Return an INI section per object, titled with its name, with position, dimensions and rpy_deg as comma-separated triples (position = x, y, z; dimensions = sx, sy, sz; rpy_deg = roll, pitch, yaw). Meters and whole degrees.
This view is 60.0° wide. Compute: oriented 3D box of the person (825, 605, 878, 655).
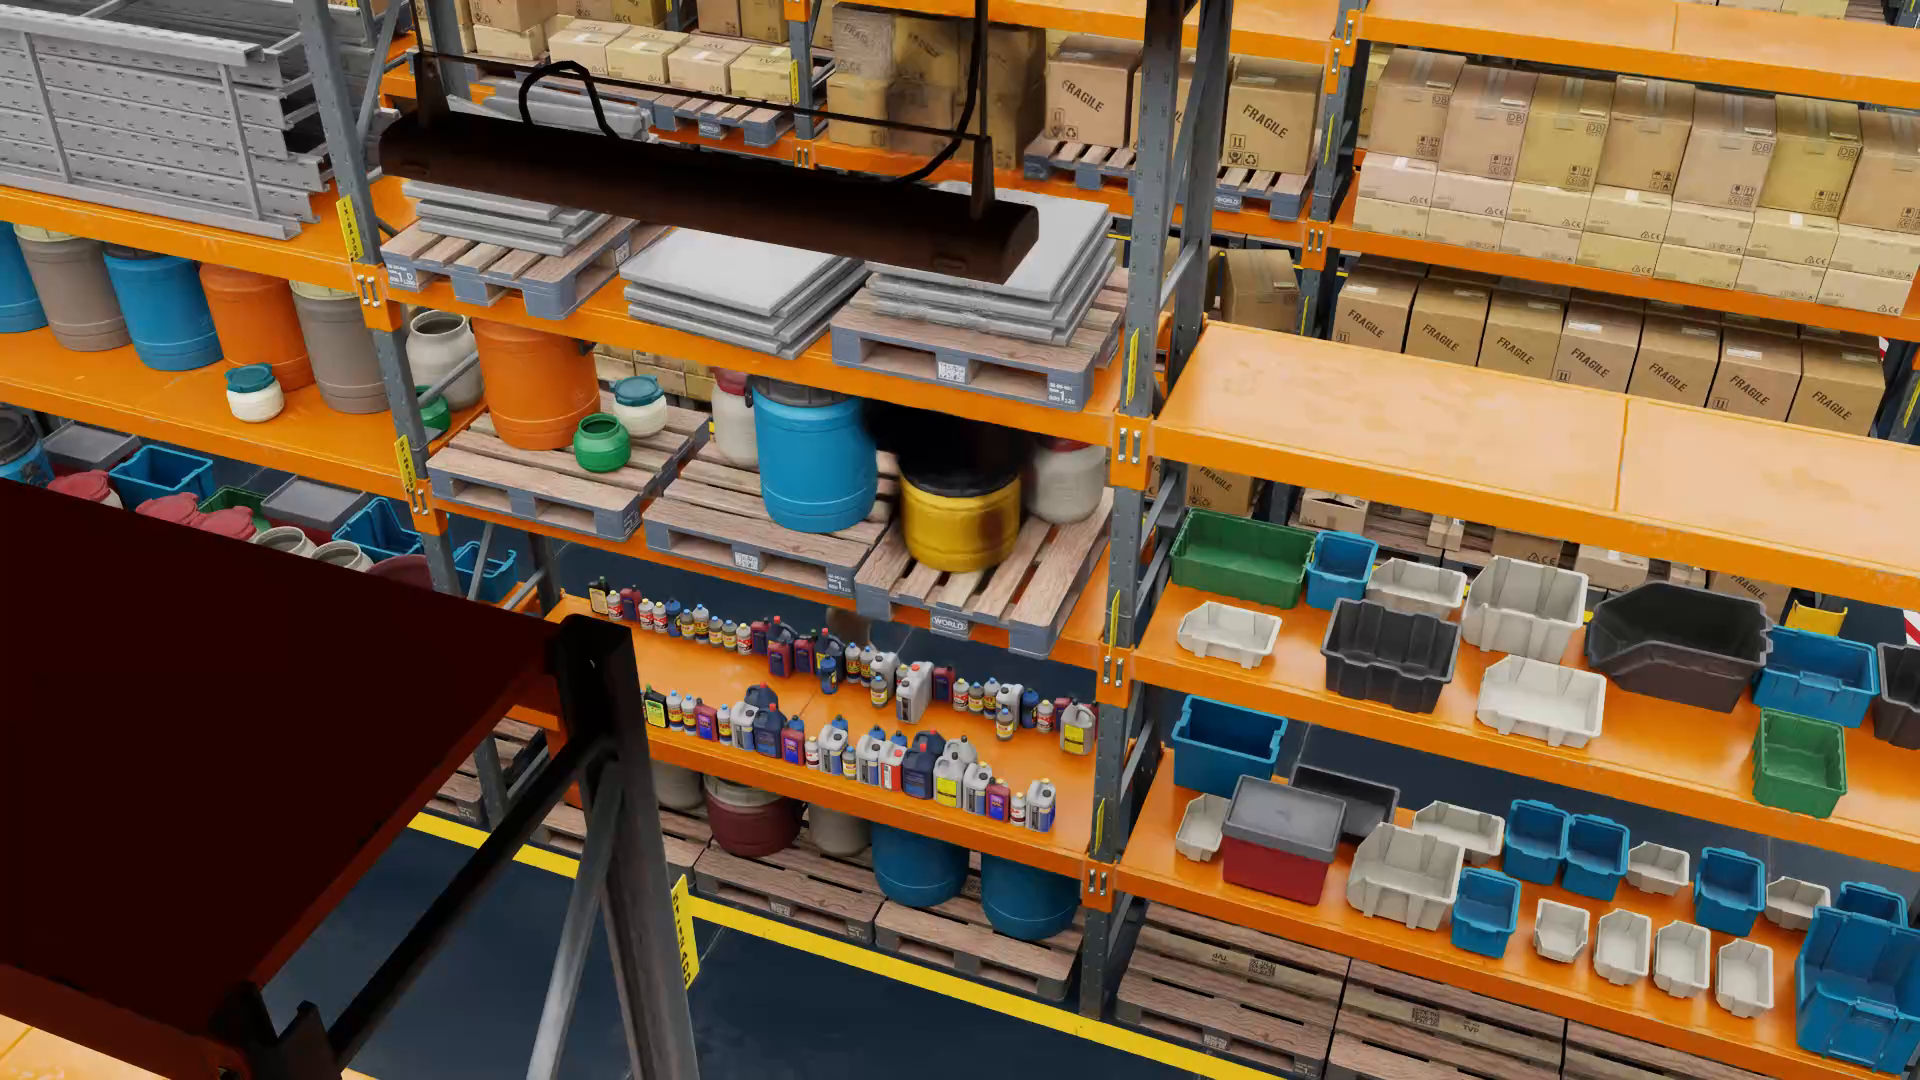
[person]
position = -0.769, 0.418, 11.416
dimensions = 0.683, 1.741, 0.633
rpy_deg = 16, 40, 21
